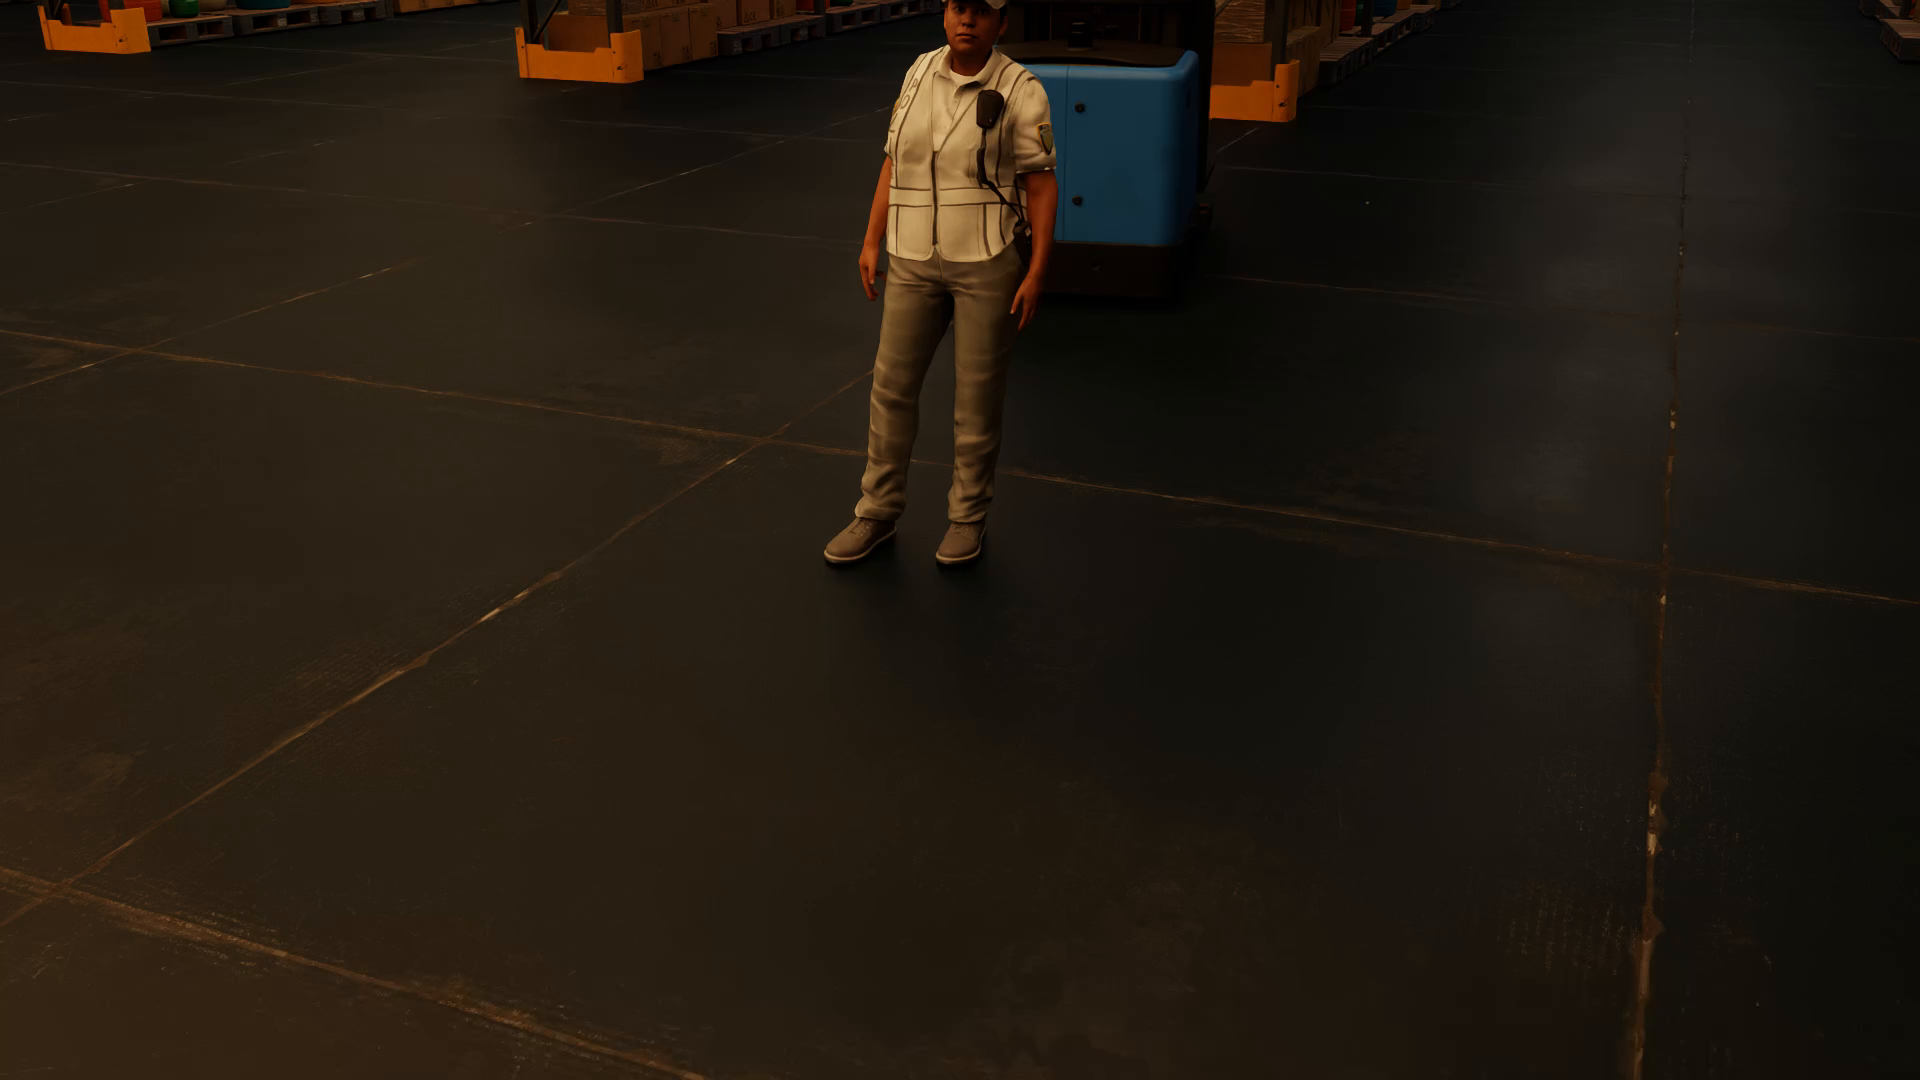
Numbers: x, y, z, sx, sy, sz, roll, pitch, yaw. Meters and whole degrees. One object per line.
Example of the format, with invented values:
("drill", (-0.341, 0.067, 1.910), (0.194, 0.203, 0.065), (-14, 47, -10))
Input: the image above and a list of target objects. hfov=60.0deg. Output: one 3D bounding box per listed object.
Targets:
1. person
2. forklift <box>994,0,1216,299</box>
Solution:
("person", (-0.051, -0.751, 4.712), (0.598, 1.670, 0.529), (9, 24, 21))
("forklift", (0.776, -2.982, 8.427), (1.130, 2.935, 3.031), (5, 23, 11))
